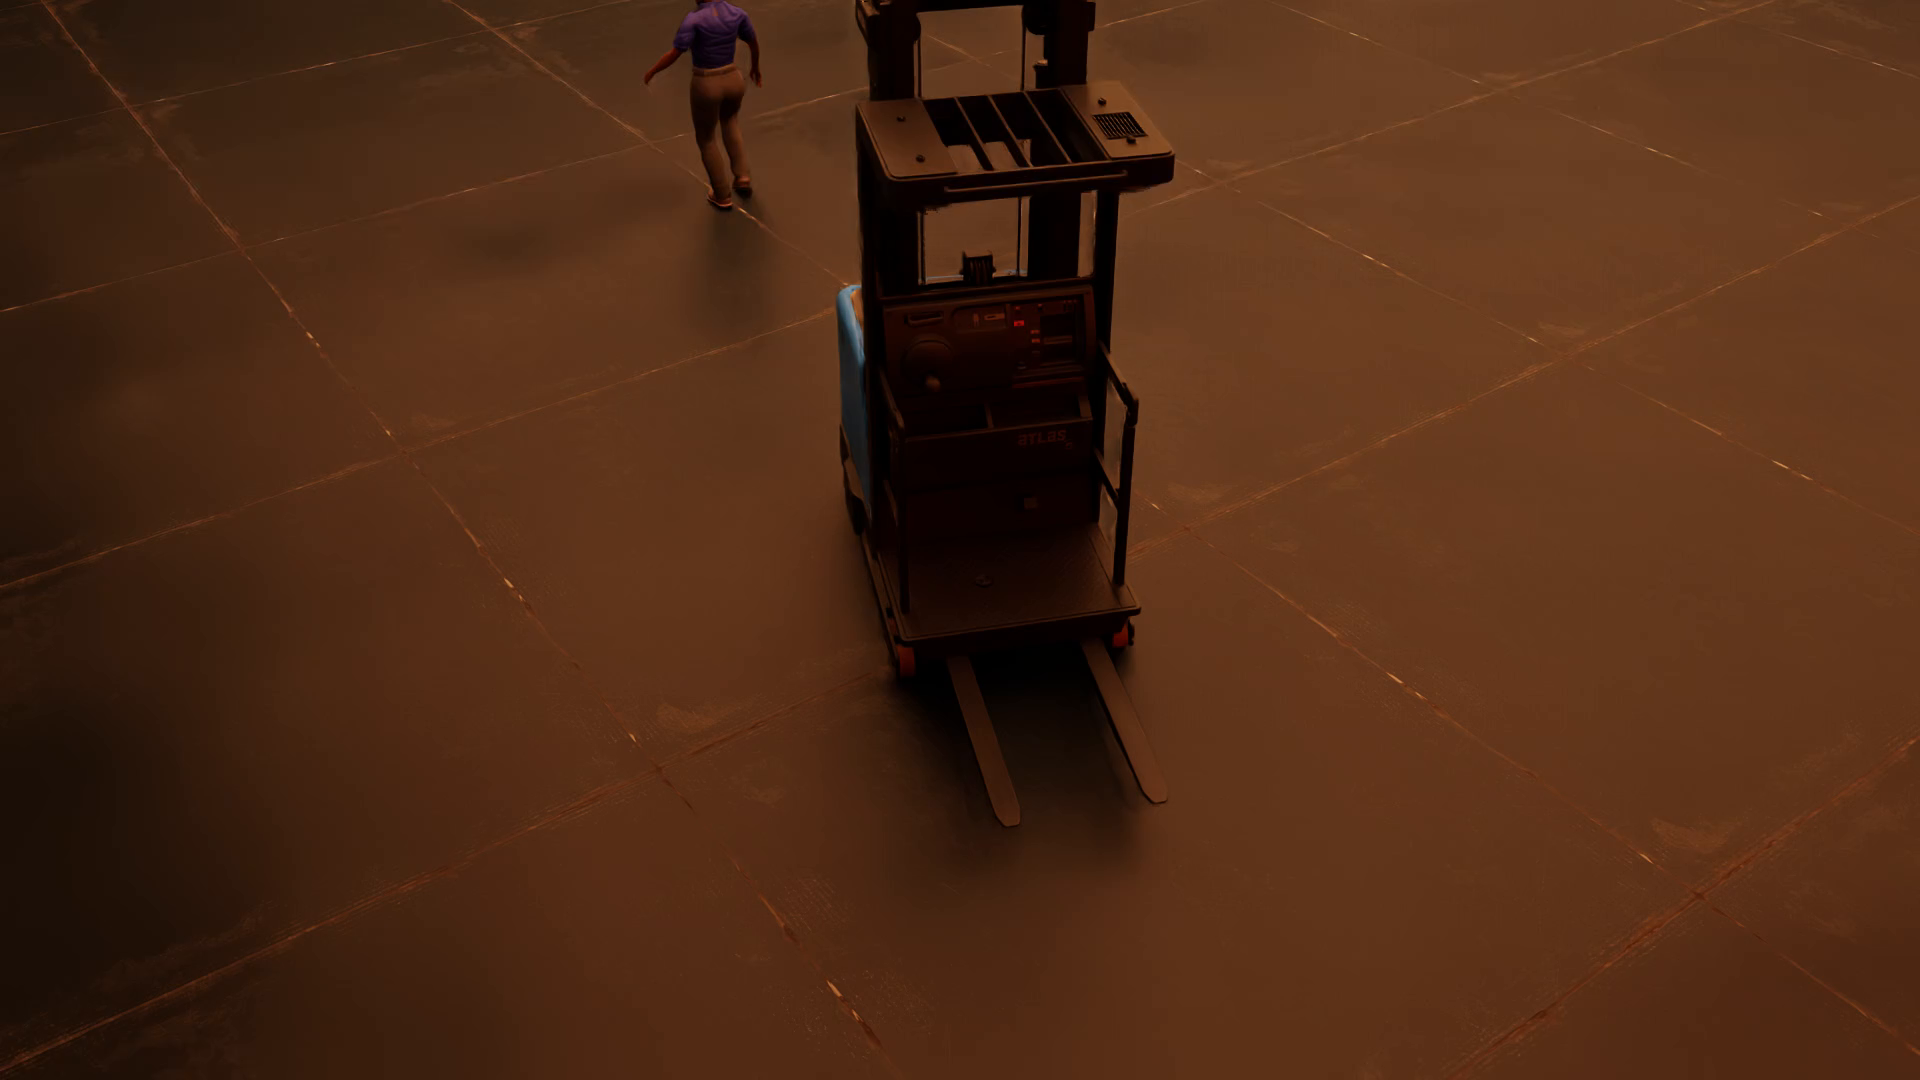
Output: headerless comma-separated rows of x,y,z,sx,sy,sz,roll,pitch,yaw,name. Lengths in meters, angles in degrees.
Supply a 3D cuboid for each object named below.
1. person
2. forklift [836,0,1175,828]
-1.675,-3.032,11.178,0.819,1.676,0.438,-20,41,-24,person
0.179,-0.795,7.020,1.130,2.935,3.031,-7,37,-10,forklift
